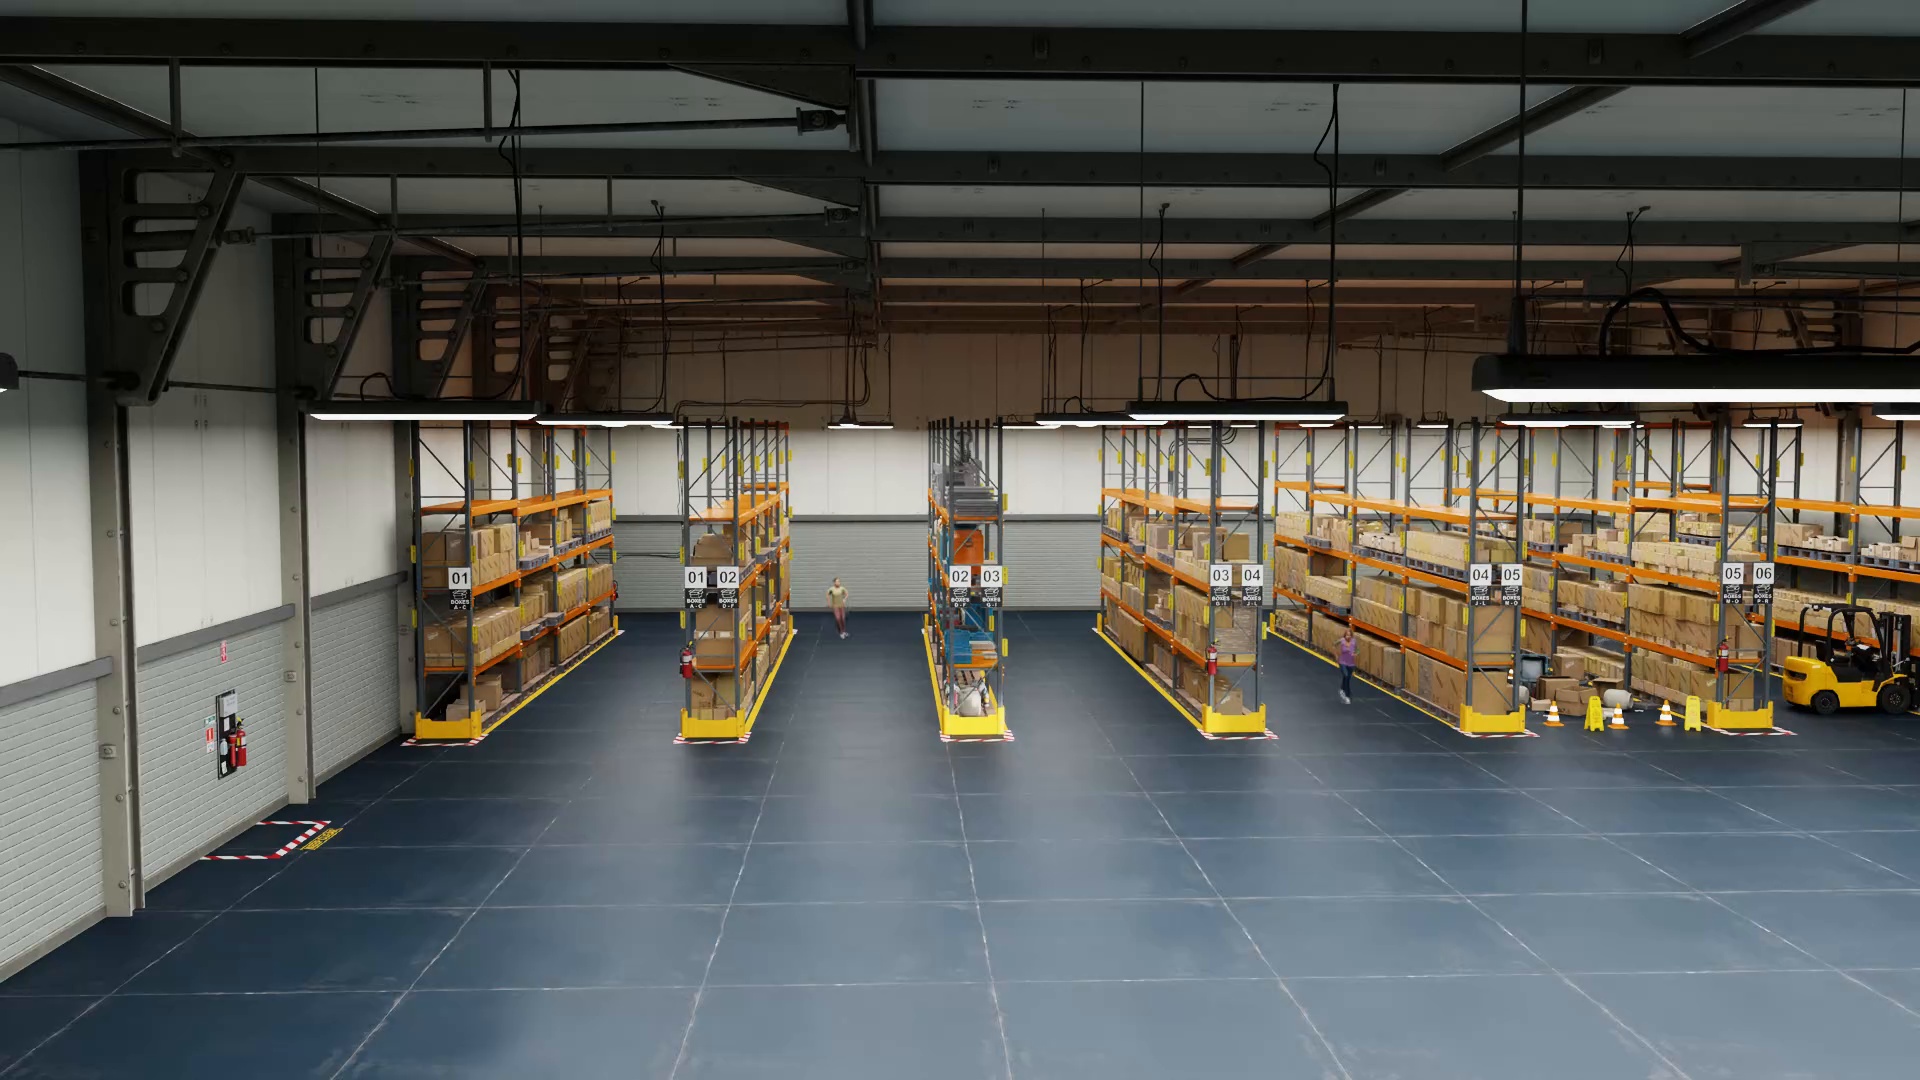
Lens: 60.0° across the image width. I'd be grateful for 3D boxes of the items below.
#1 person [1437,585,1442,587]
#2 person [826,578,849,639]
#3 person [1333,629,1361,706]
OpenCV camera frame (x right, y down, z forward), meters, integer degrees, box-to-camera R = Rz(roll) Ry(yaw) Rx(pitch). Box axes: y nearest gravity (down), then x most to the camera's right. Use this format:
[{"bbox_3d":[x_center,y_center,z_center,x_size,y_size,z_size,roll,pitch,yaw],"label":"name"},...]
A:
[{"bbox_3d":[14.390,1.722,49.399,0.777,1.577,0.578,1,4,10],"label":"person"},{"bbox_3d":[-3.381,1.887,46.225,0.613,1.689,0.829,-1,4,-15],"label":"person"},{"bbox_3d":[8.152,2.652,35.101,0.538,1.596,0.920,0,4,-1],"label":"person"}]
